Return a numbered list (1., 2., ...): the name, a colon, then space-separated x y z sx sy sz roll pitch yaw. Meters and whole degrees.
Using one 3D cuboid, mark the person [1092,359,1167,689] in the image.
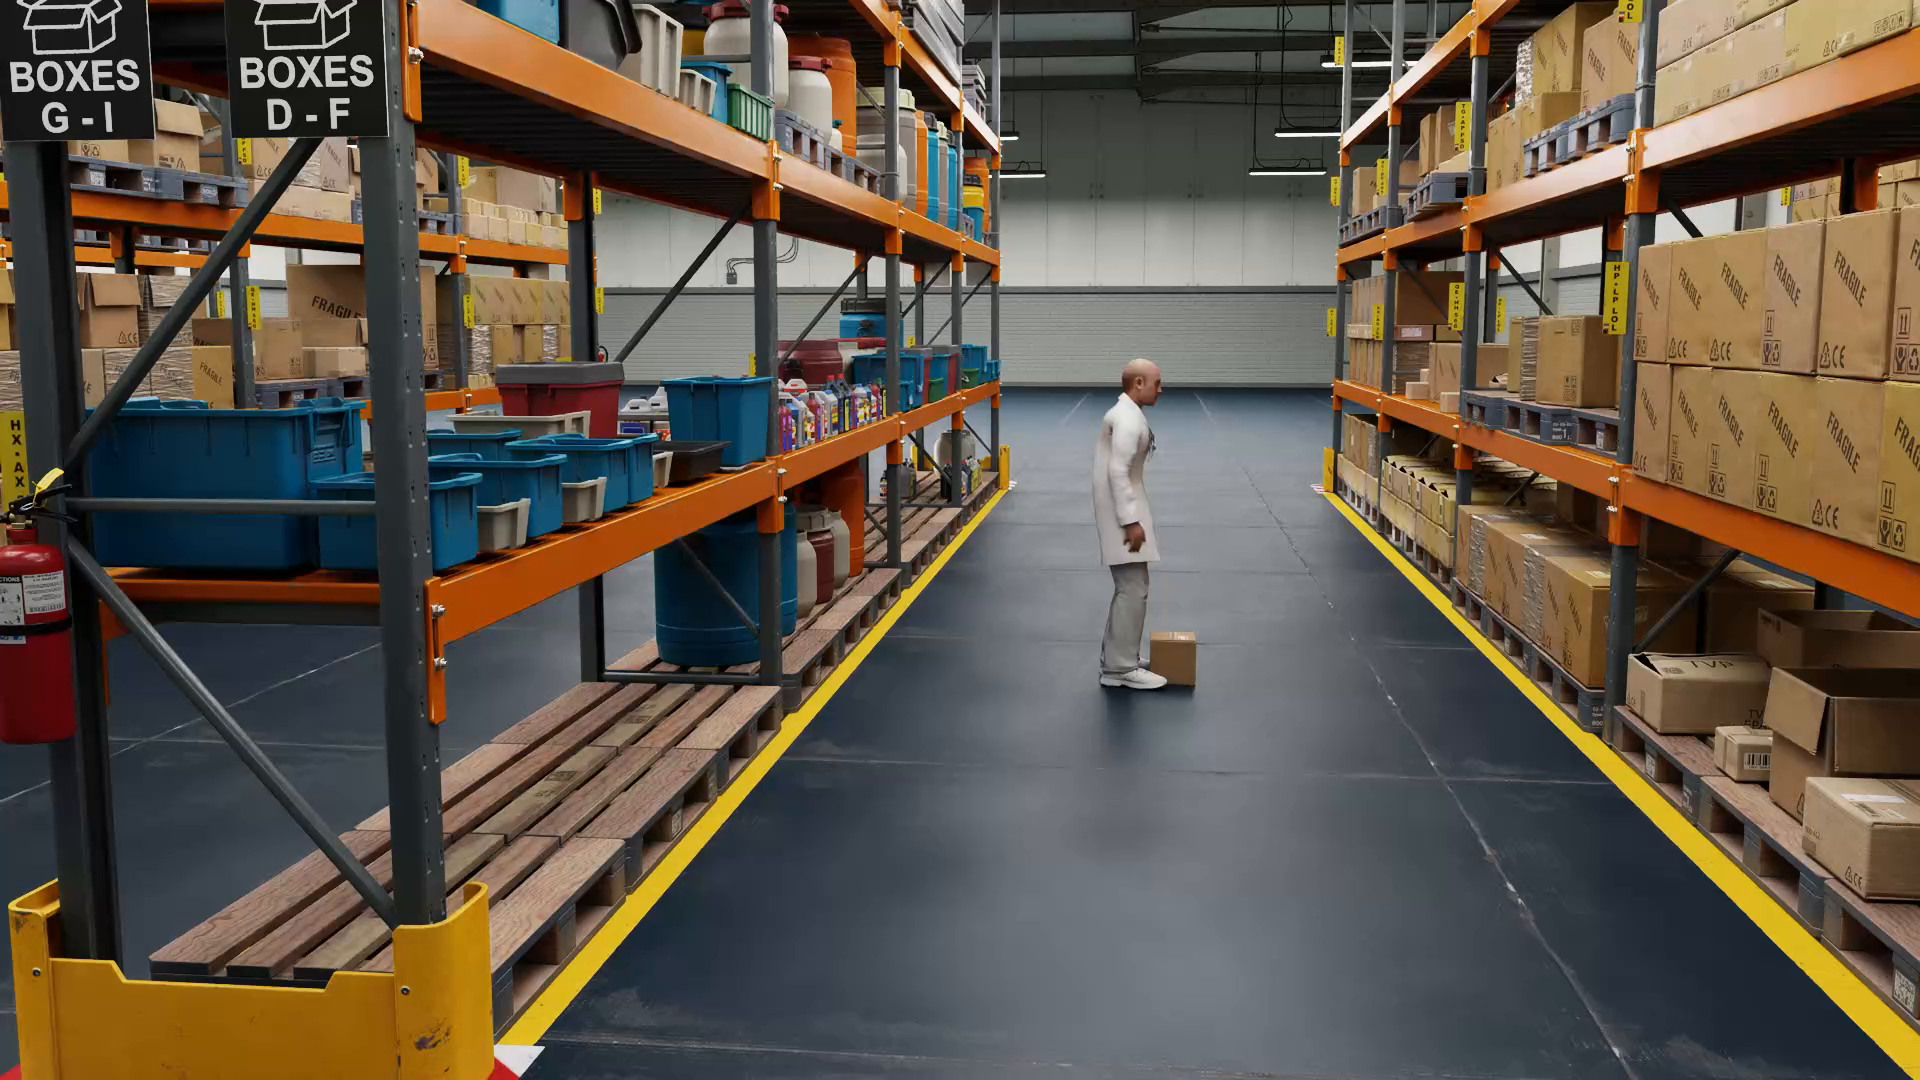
1. person: 0.934 -0.103 9.136 0.427 1.773 0.642 1 7 6
